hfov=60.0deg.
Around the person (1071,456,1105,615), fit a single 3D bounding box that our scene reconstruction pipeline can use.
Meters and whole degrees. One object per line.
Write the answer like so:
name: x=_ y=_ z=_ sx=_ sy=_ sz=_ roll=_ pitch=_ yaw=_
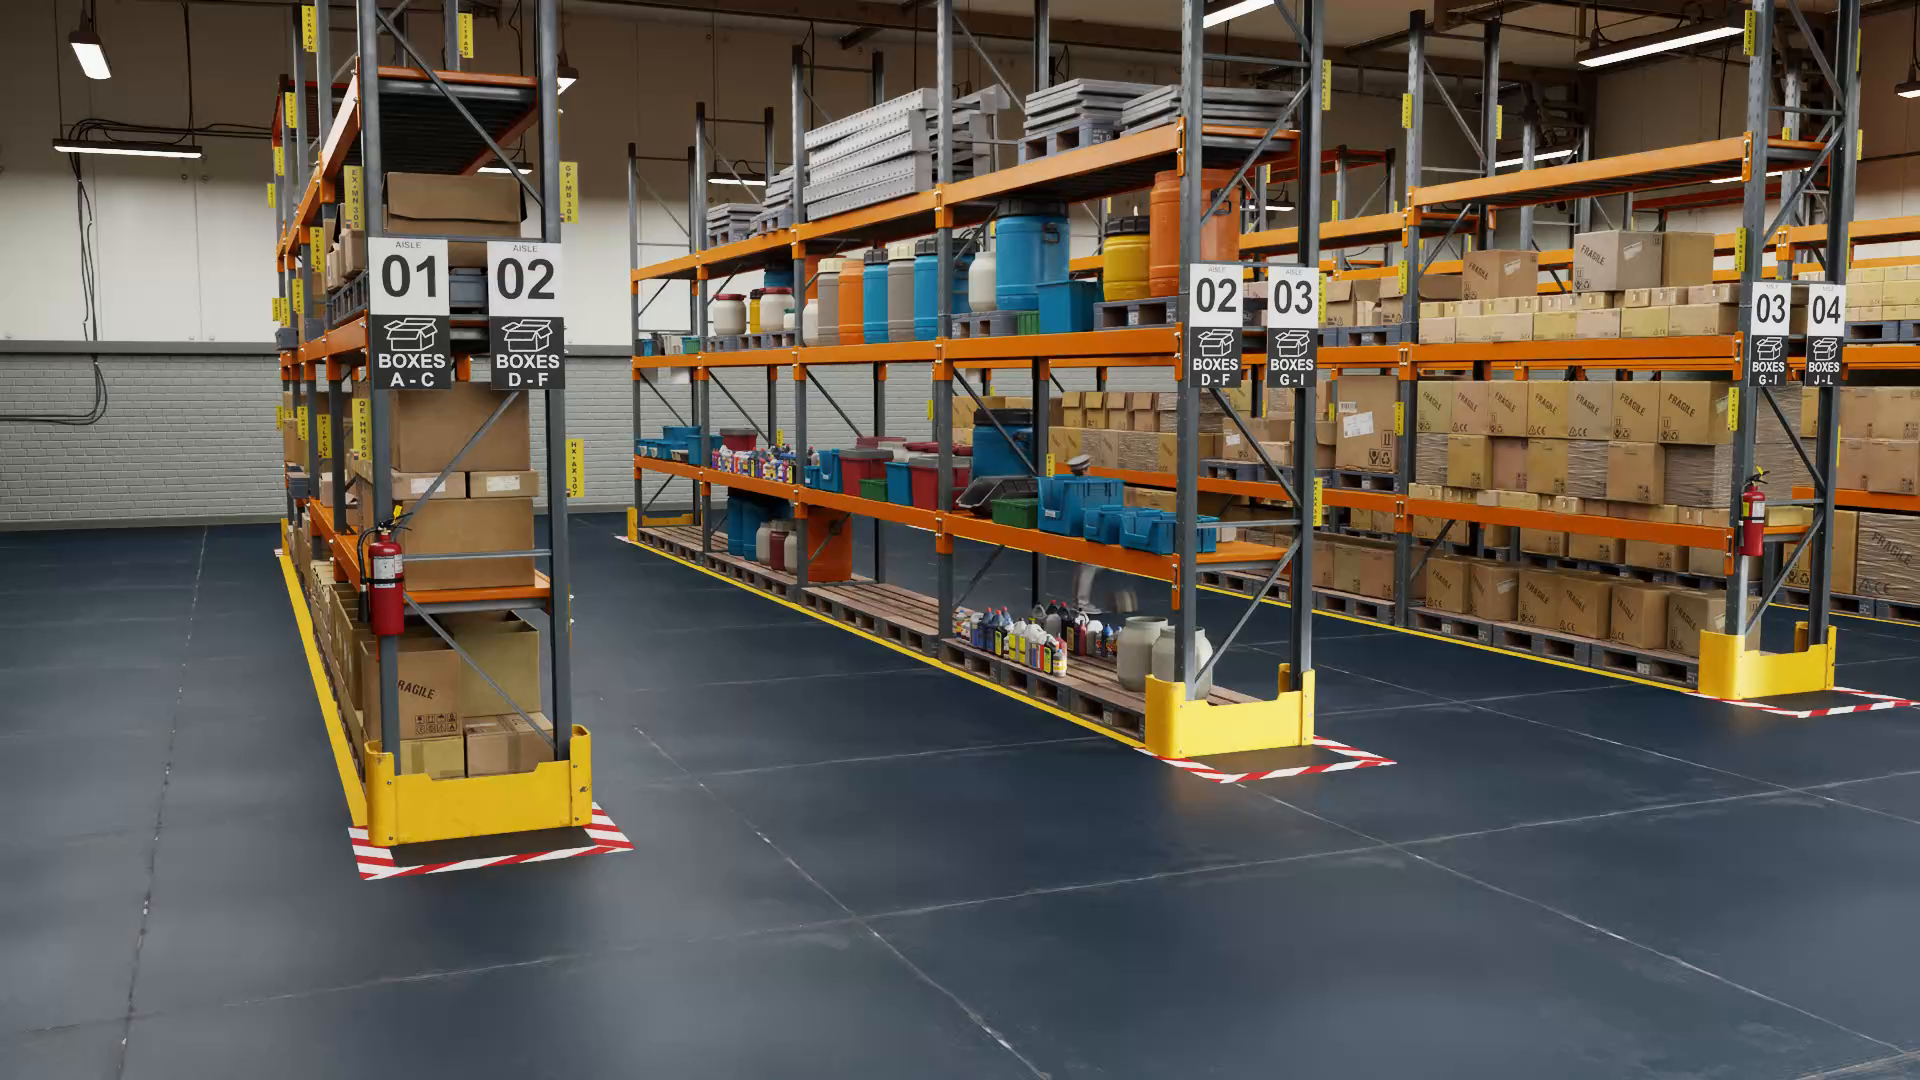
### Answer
person: x=1.299 y=-0.057 z=17.580 sx=0.415 sy=1.663 sz=0.545 roll=-3 pitch=6 yaw=-27
